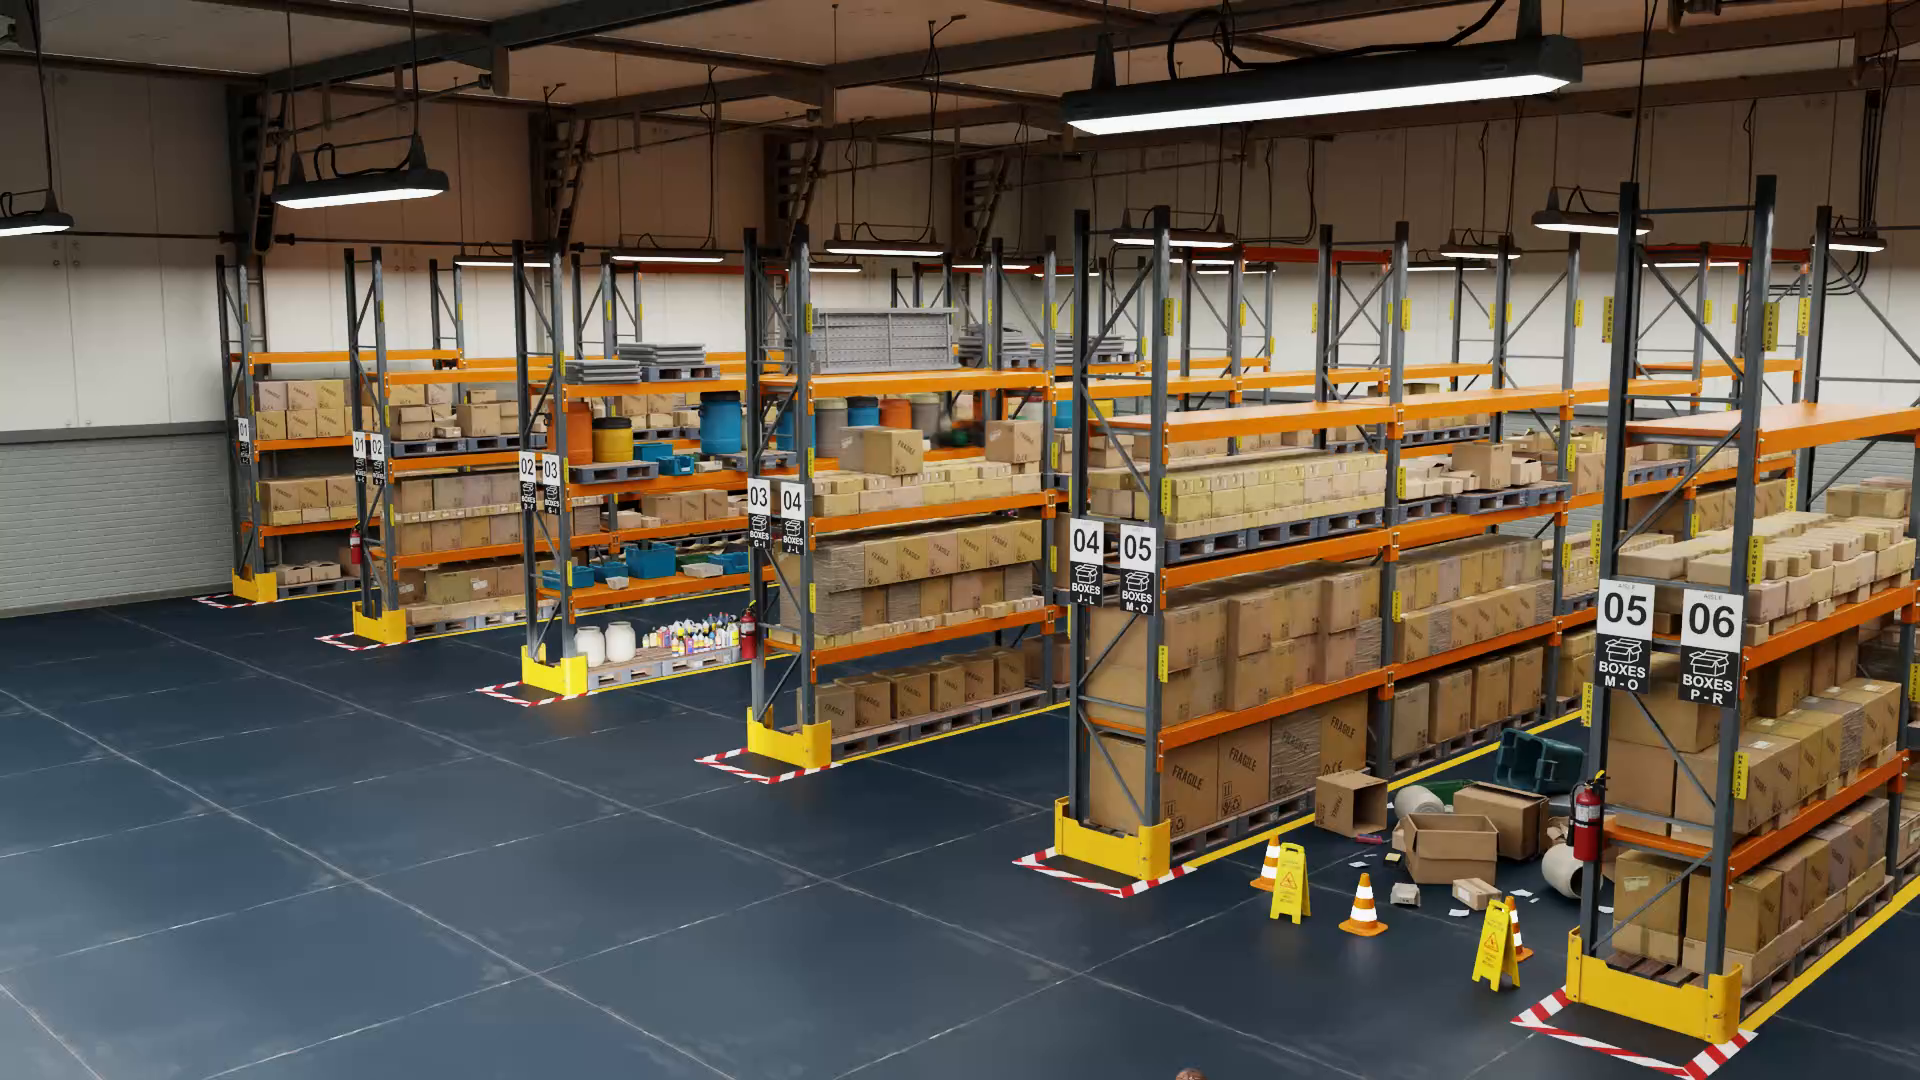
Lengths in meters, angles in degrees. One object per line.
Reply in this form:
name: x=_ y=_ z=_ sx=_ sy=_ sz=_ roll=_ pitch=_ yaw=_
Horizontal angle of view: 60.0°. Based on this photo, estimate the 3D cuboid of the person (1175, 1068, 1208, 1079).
person: x=1.094 y=3.279 z=7.905 sx=0.525 sy=1.607 sz=0.681 roll=2 pitch=8 yaw=11
